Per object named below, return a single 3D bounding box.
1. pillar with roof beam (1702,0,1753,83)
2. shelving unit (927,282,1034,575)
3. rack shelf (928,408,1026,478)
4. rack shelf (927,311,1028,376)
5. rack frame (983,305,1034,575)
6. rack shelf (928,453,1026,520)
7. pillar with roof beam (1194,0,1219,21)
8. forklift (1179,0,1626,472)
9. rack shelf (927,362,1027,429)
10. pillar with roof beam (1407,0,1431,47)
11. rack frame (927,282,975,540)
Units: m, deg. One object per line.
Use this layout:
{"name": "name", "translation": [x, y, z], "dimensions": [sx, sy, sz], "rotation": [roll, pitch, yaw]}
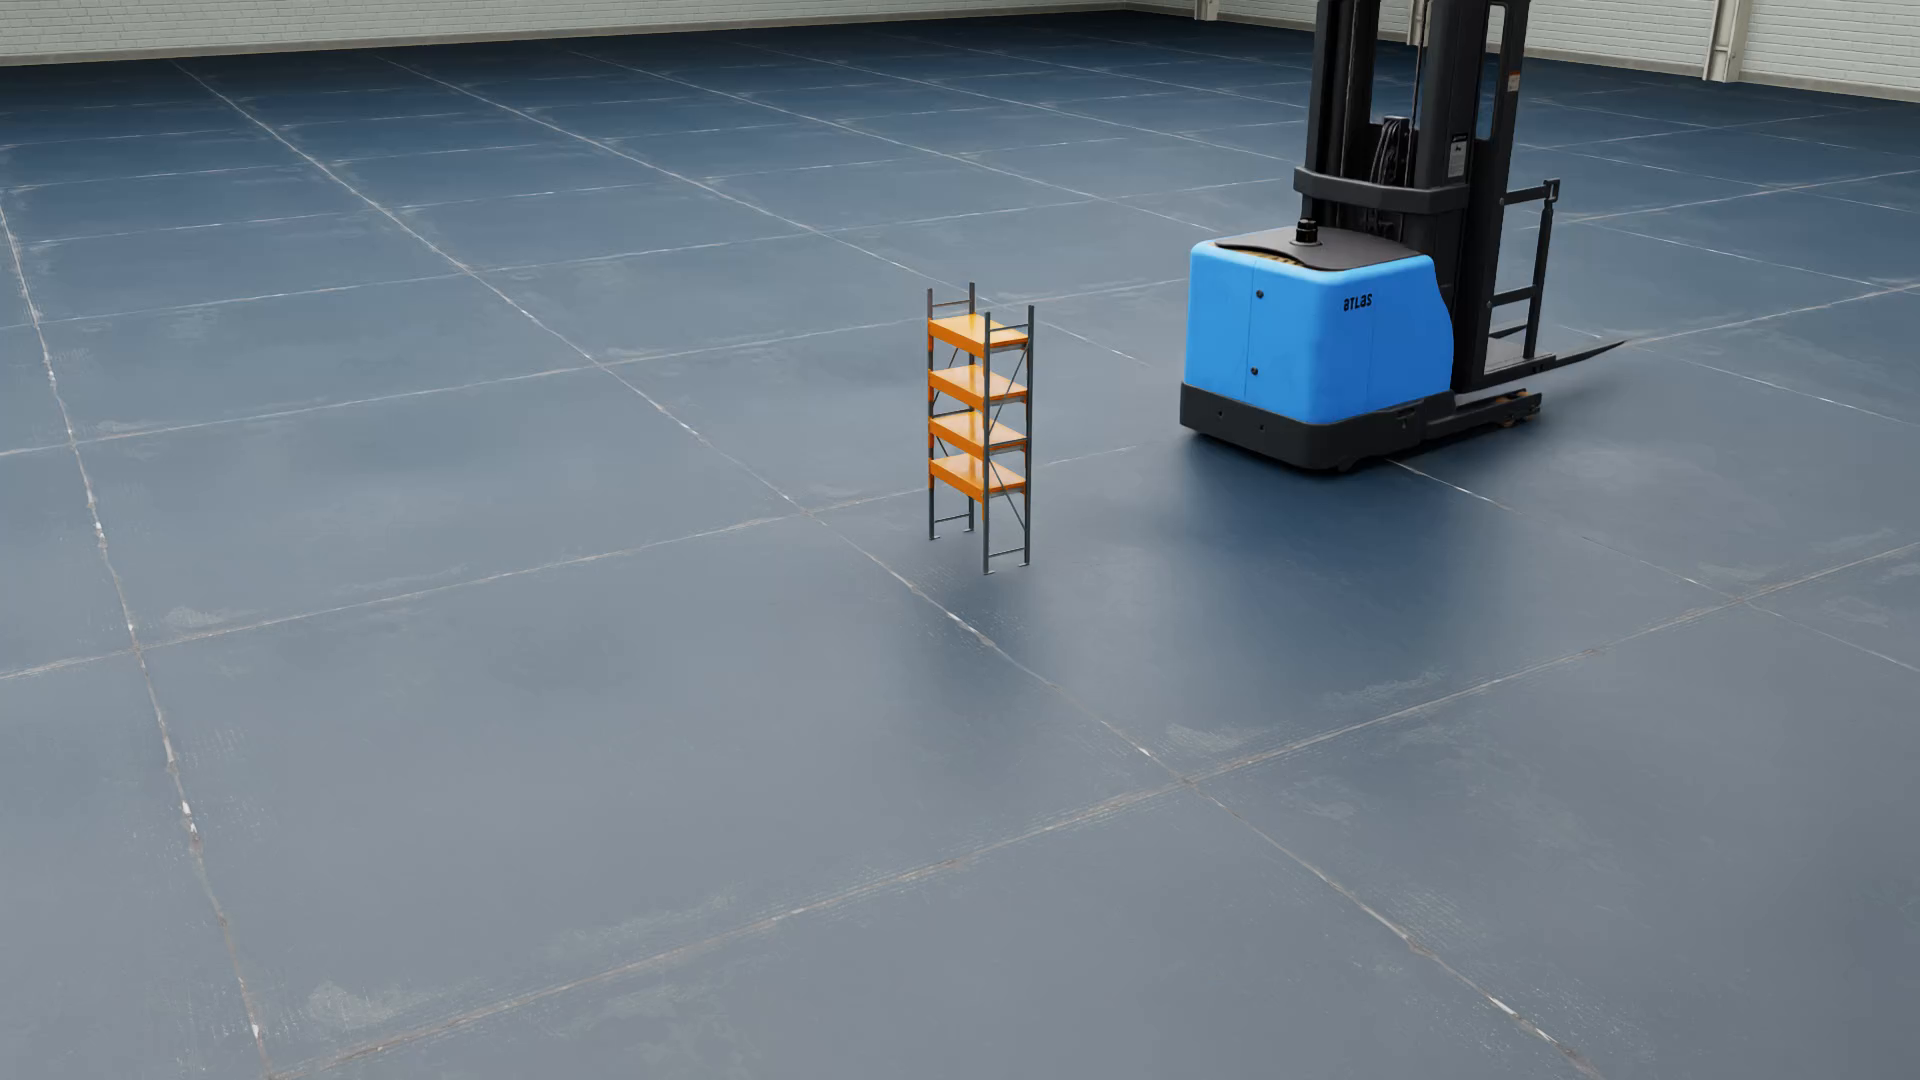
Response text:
{"name": "pillar with roof beam", "translation": [7.452, -10.077, 20.652], "dimensions": [9.100, 9.000, 0.400], "rotation": [-13, 25, -28]}
{"name": "shelving unit", "translation": [0.085, -0.502, 7.454], "dimensions": [0.258, 1.200, 0.503], "rotation": [-13, 25, -28]}
{"name": "rack shelf", "translation": [0.085, -0.440, 7.479], "dimensions": [0.258, 0.148, 0.480], "rotation": [-13, 25, -28]}
{"name": "rack shelf", "translation": [0.085, -0.866, 7.306], "dimensions": [0.258, 0.148, 0.480], "rotation": [-13, 25, -28]}
{"name": "rack frame", "translation": [0.209, -0.423, 7.259], "dimensions": [0.240, 1.200, 0.015], "rotation": [-13, 25, -28]}
{"name": "rack shelf", "translation": [0.085, -0.256, 7.554], "dimensions": [0.258, 0.148, 0.480], "rotation": [-13, 25, -28]}
{"name": "pillar with roof beam", "translation": [1.322, -13.961, 30.209], "dimensions": [9.100, 9.000, 0.400], "rotation": [-13, 25, -28]}
{"name": "forklift", "translation": [2.695, -2.136, 9.175], "dimensions": [3.031, 2.935, 1.130], "rotation": [-16, 27, -34]}
{"name": "rack shelf", "translation": [0.085, -0.647, 7.395], "dimensions": [0.258, 0.148, 0.480], "rotation": [-13, 25, -28]}
{"name": "pillar with roof beam", "translation": [4.387, -12.019, 25.431], "dimensions": [9.100, 9.000, 0.400], "rotation": [-13, 25, -28]}
{"name": "rack frame", "translation": [-0.040, -0.581, 7.648], "dimensions": [0.240, 1.200, 0.015], "rotation": [-13, 25, -28]}
